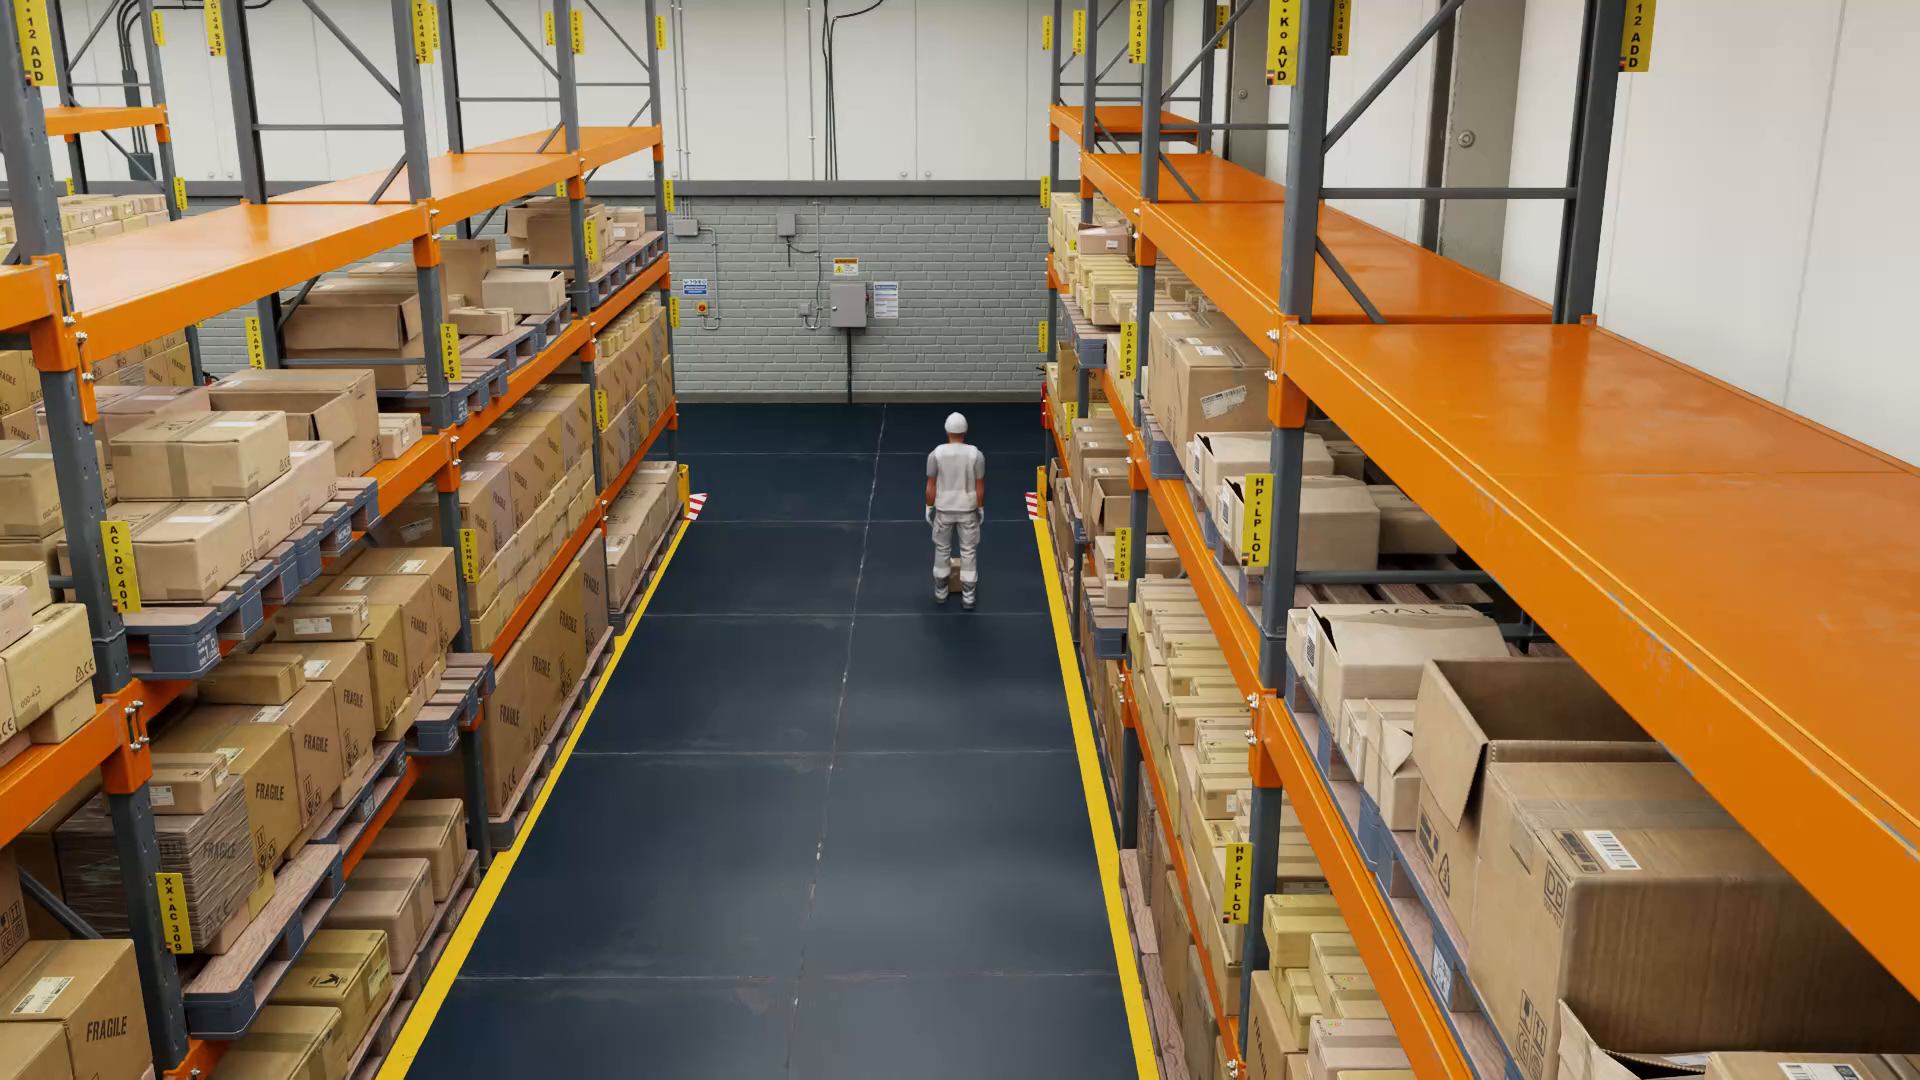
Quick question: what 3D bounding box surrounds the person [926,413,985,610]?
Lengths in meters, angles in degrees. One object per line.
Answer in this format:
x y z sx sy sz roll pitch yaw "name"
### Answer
-0.040 -0.283 15.024 0.532 1.795 0.468 0 17 1 "person"
